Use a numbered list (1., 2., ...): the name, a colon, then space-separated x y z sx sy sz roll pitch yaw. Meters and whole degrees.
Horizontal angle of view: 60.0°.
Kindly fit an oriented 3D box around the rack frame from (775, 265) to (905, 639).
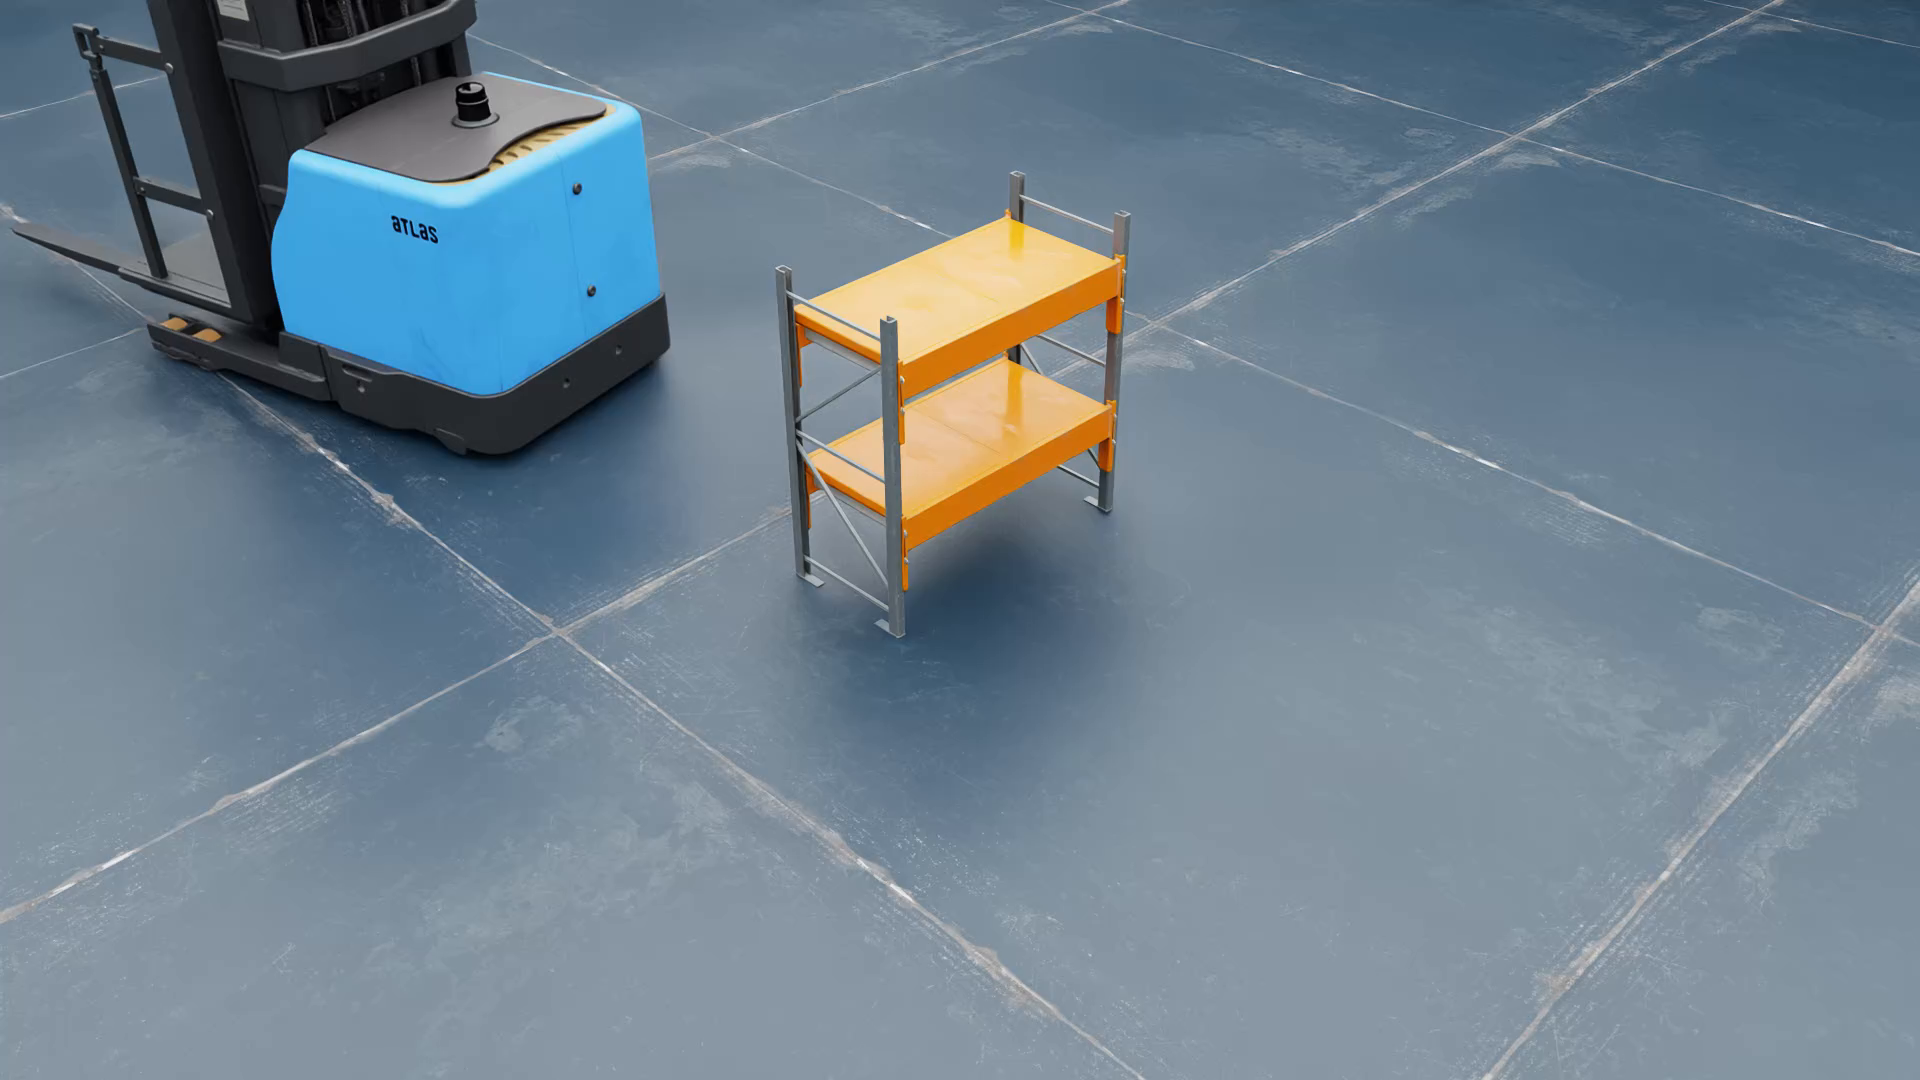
1. rack frame: -0.363 -0.252 5.128 0.500 1.125 0.032 30 45 35

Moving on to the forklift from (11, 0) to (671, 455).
1. forklift: -2.710 -2.127 6.237 3.031 2.935 1.130 18 39 24

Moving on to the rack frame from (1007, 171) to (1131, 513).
1. rack frame: 0.353 -0.665 5.720 0.500 1.125 0.032 30 45 35

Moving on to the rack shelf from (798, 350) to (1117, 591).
1. rack shelf: -0.005 -0.258 5.564 0.538 0.278 1.000 30 45 35

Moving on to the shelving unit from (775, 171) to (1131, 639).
1. shelving unit: -0.005 -0.459 5.424 0.538 1.125 1.048 30 45 35

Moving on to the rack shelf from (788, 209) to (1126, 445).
1. rack shelf: -0.005 -0.699 5.257 0.538 0.278 1.000 30 45 35
